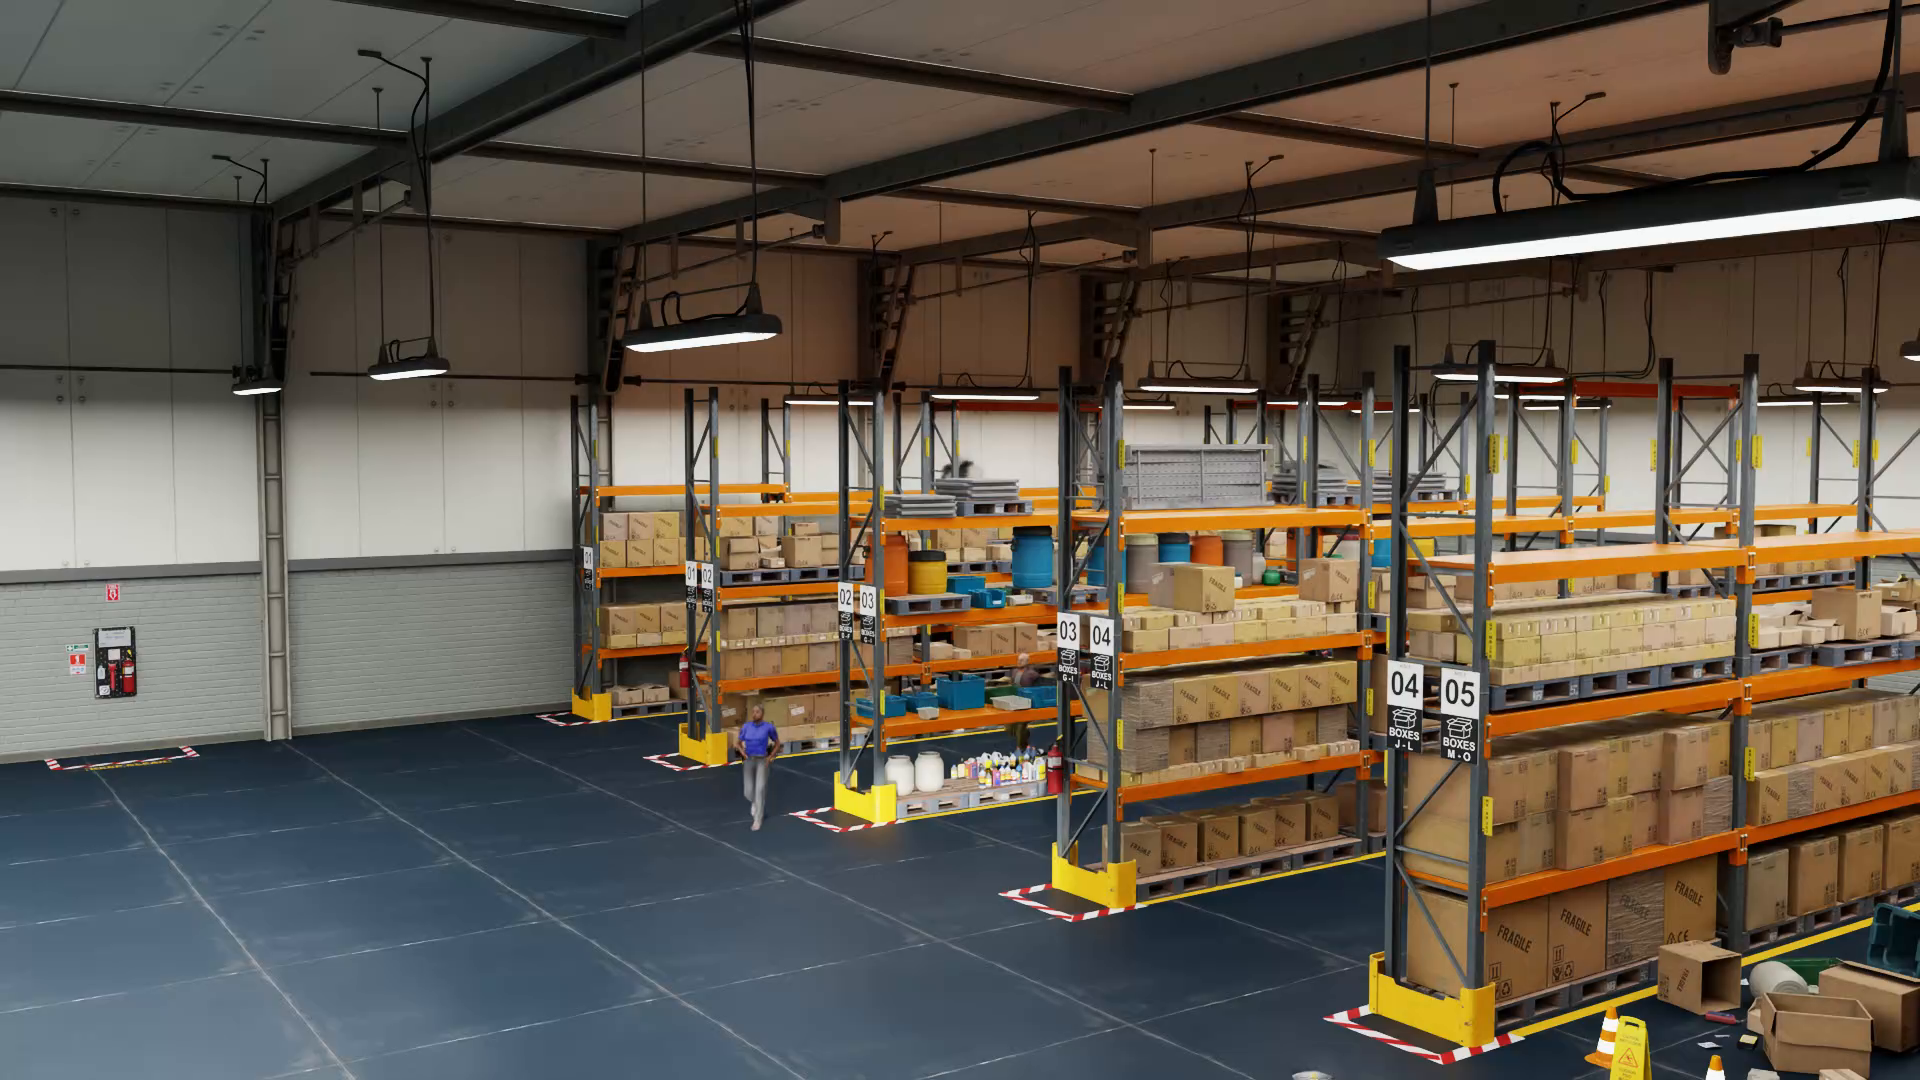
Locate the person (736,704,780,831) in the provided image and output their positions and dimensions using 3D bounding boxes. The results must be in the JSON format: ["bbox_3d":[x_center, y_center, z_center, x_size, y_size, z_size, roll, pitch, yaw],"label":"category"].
[{"bbox_3d":[-2.719,3.031,22.328,0.584,1.658,0.720,0,3,8],"label":"person"}]

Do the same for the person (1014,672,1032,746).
[{"bbox_3d":[1.044,2.818,26.857,0.628,1.473,0.562,3,5,41],"label":"person"}]
